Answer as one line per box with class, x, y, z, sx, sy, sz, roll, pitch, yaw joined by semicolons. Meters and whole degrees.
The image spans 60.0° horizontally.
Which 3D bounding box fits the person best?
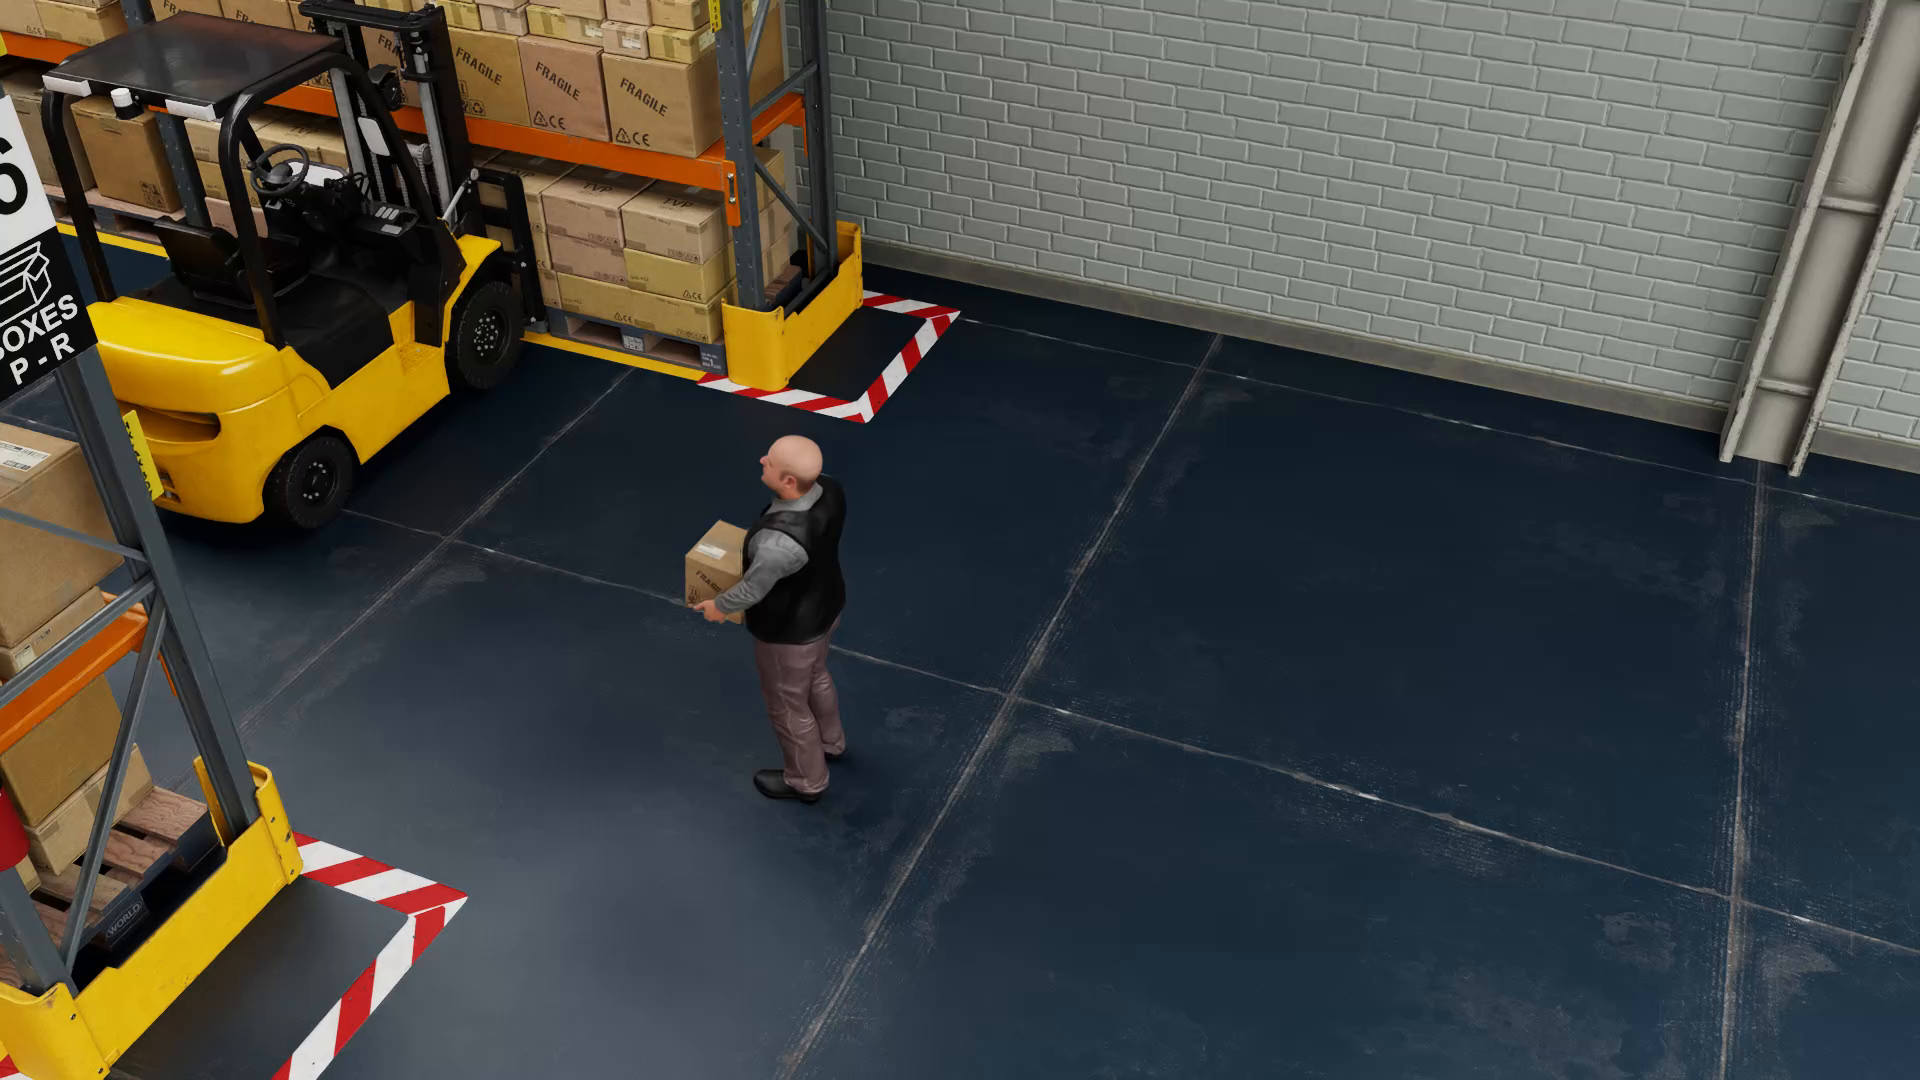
person;-0.722;0.293;6.454;0.548;1.722;0.504;12;39;15
